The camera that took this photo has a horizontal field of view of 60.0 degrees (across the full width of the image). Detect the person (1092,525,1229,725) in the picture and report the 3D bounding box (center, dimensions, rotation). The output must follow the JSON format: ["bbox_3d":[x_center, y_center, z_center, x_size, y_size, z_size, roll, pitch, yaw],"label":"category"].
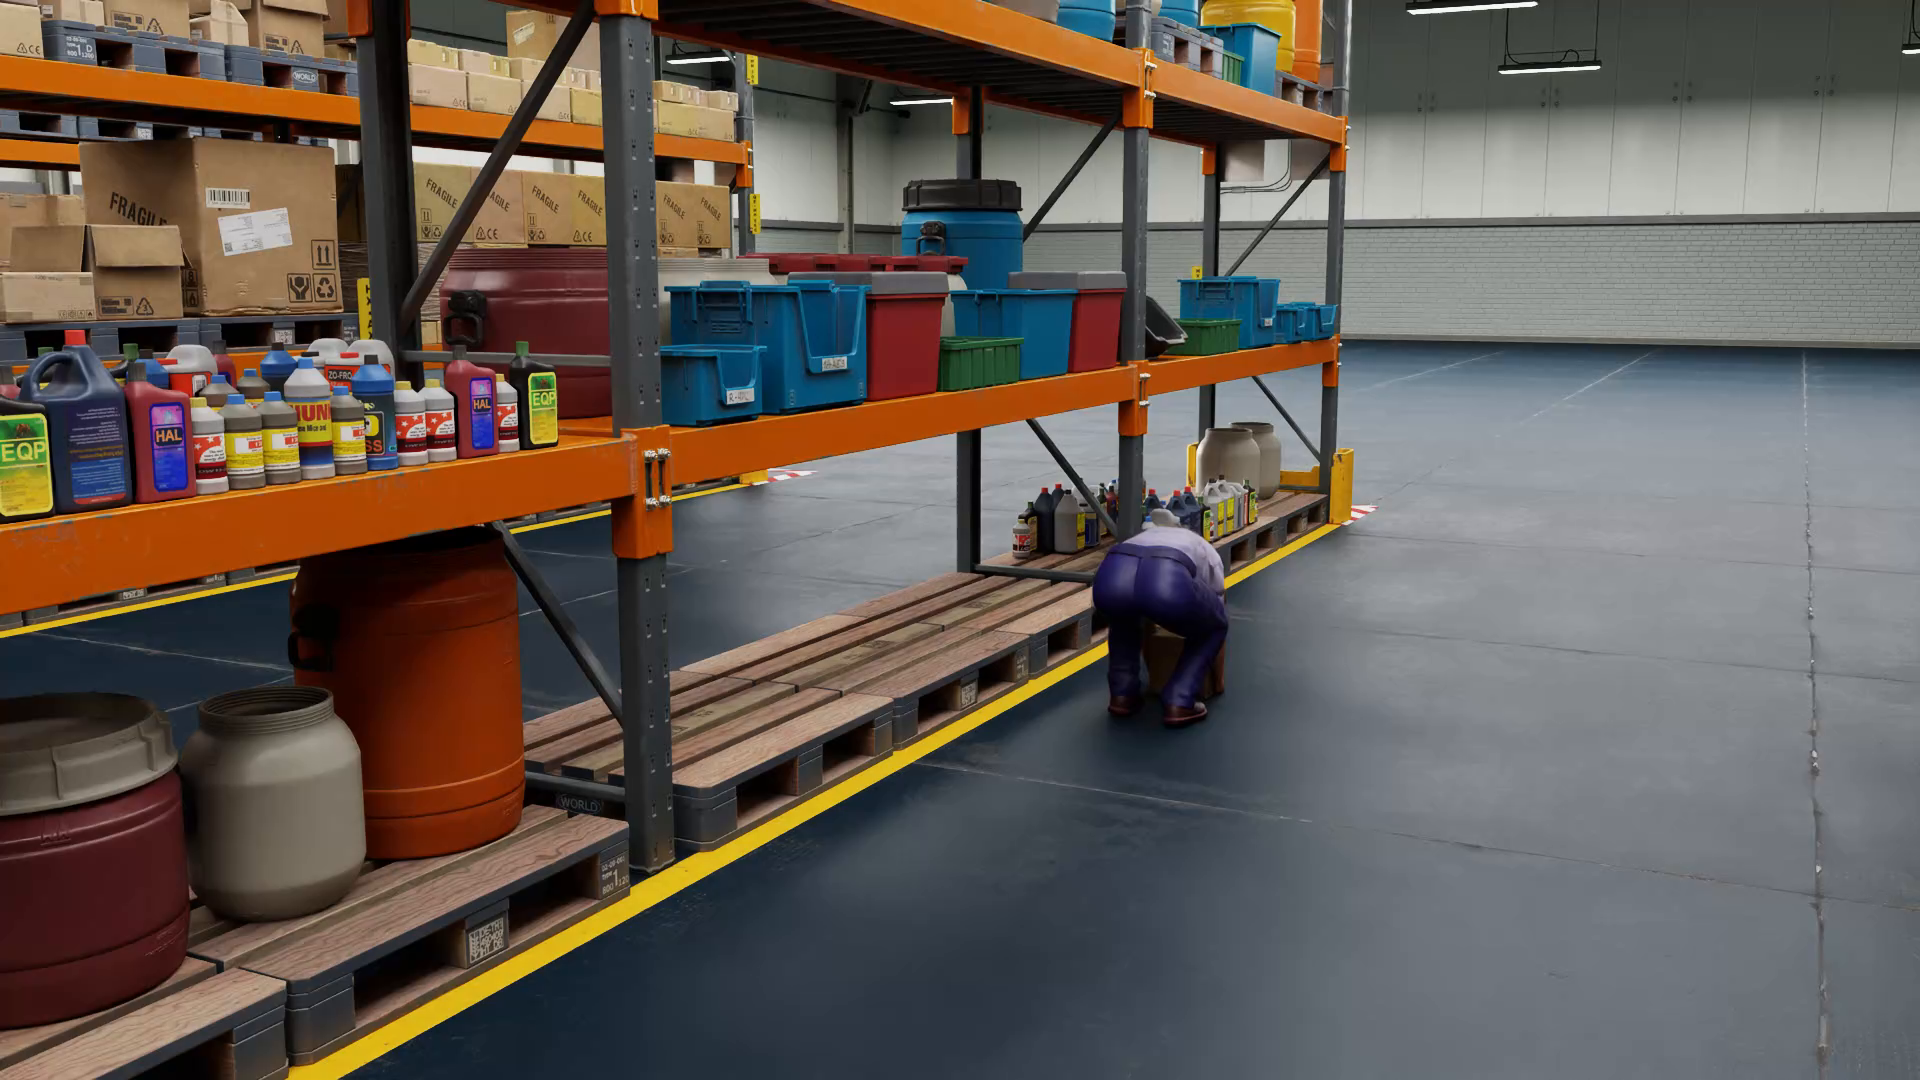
[{"bbox_3d":[0.835,0.342,6.766,0.504,0.733,0.905,4,10,24],"label":"person"}]
